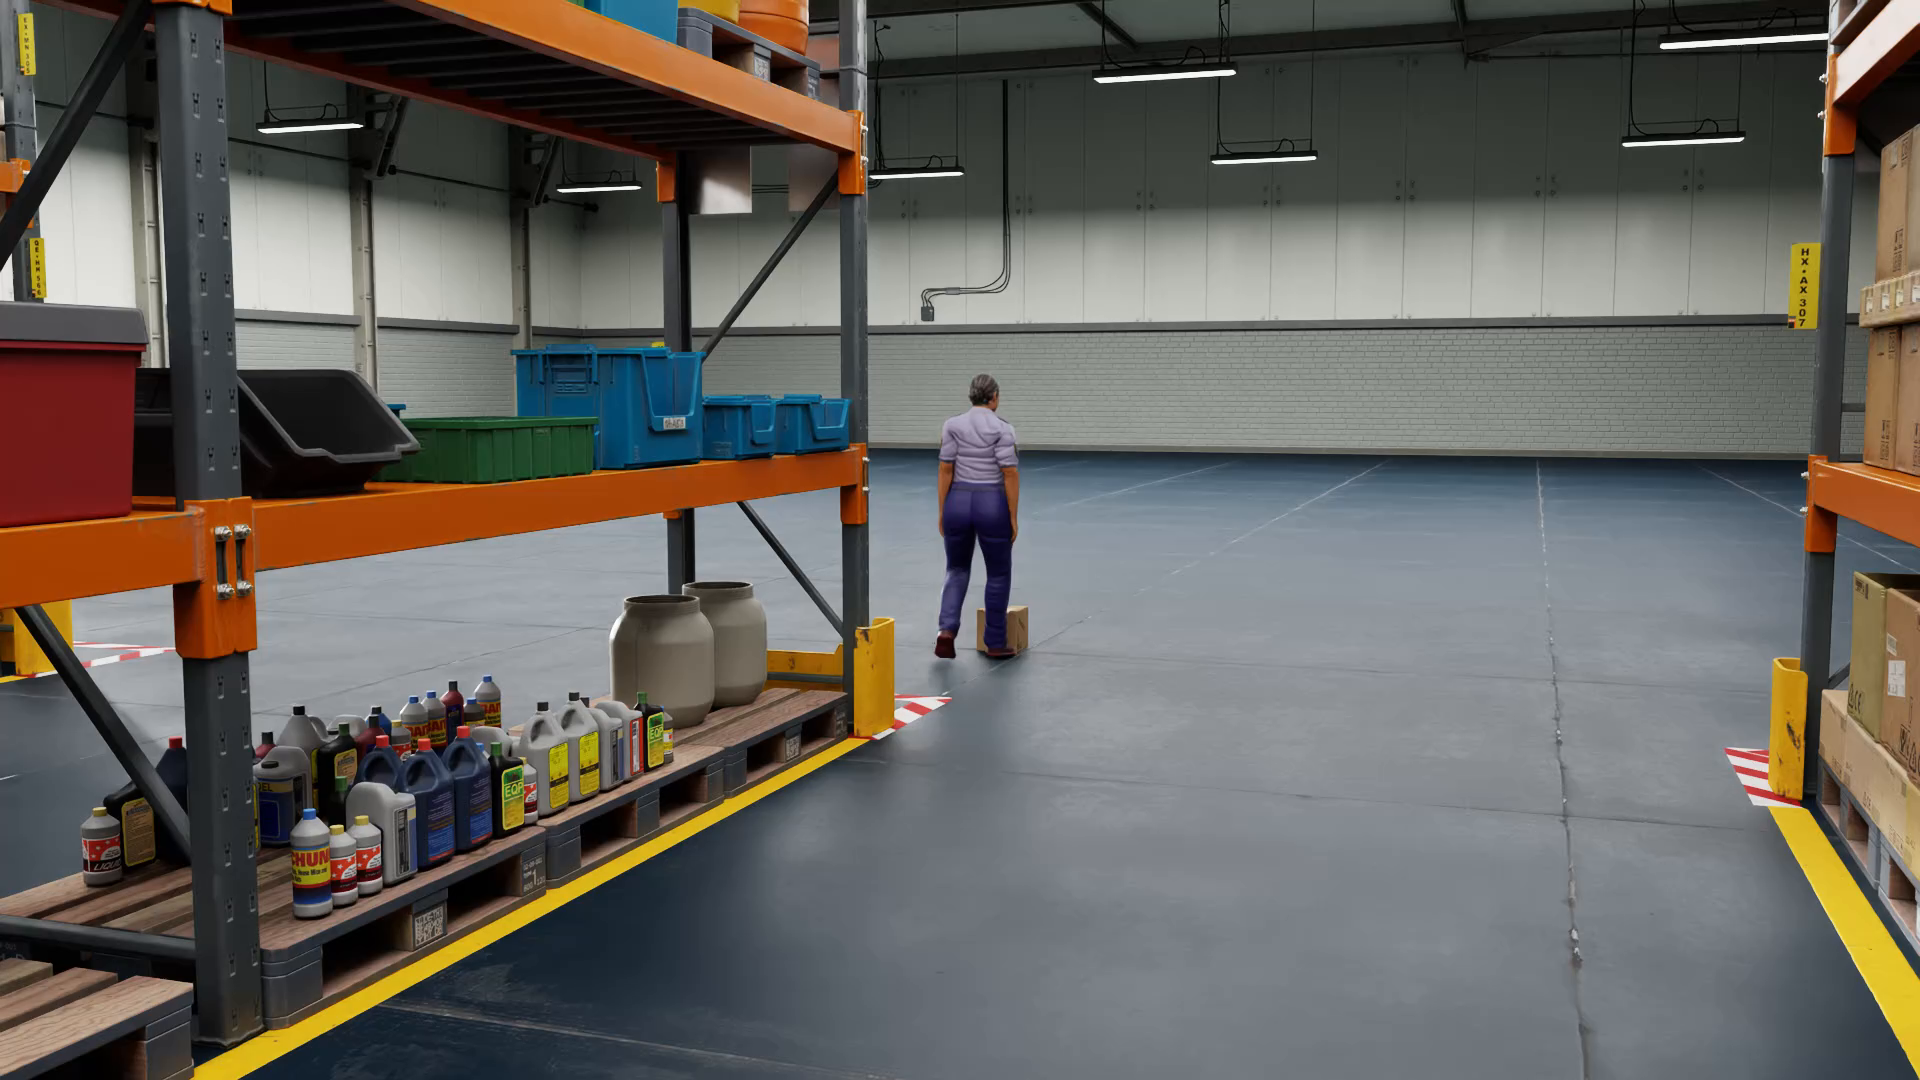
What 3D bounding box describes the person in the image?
[{"bbox_3d":[0.124,-0.120,9.613,0.511,1.658,0.492,2,6,19],"label":"person"}]
